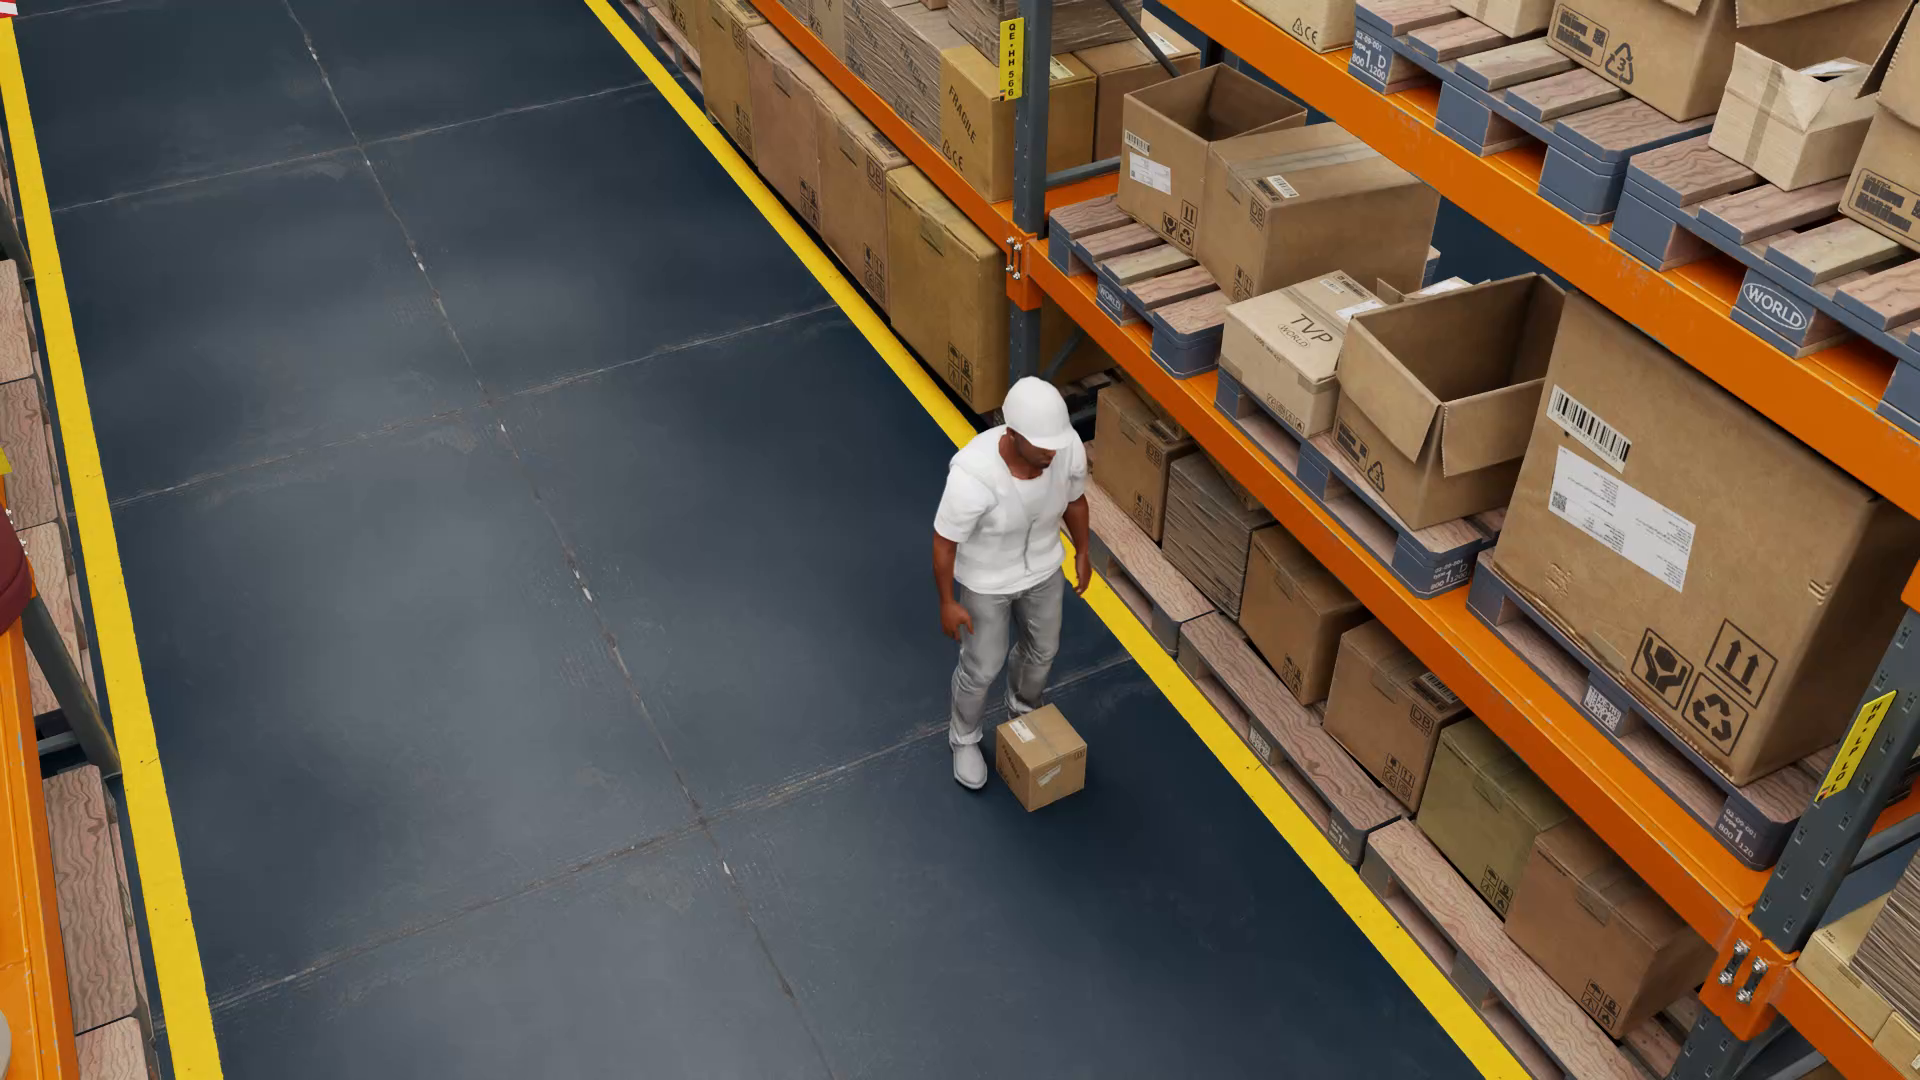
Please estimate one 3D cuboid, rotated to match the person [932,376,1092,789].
[{"bbox_3d":[0.199,0.133,5.992,0.637,1.760,0.461,-20,45,-21],"label":"person"}]
